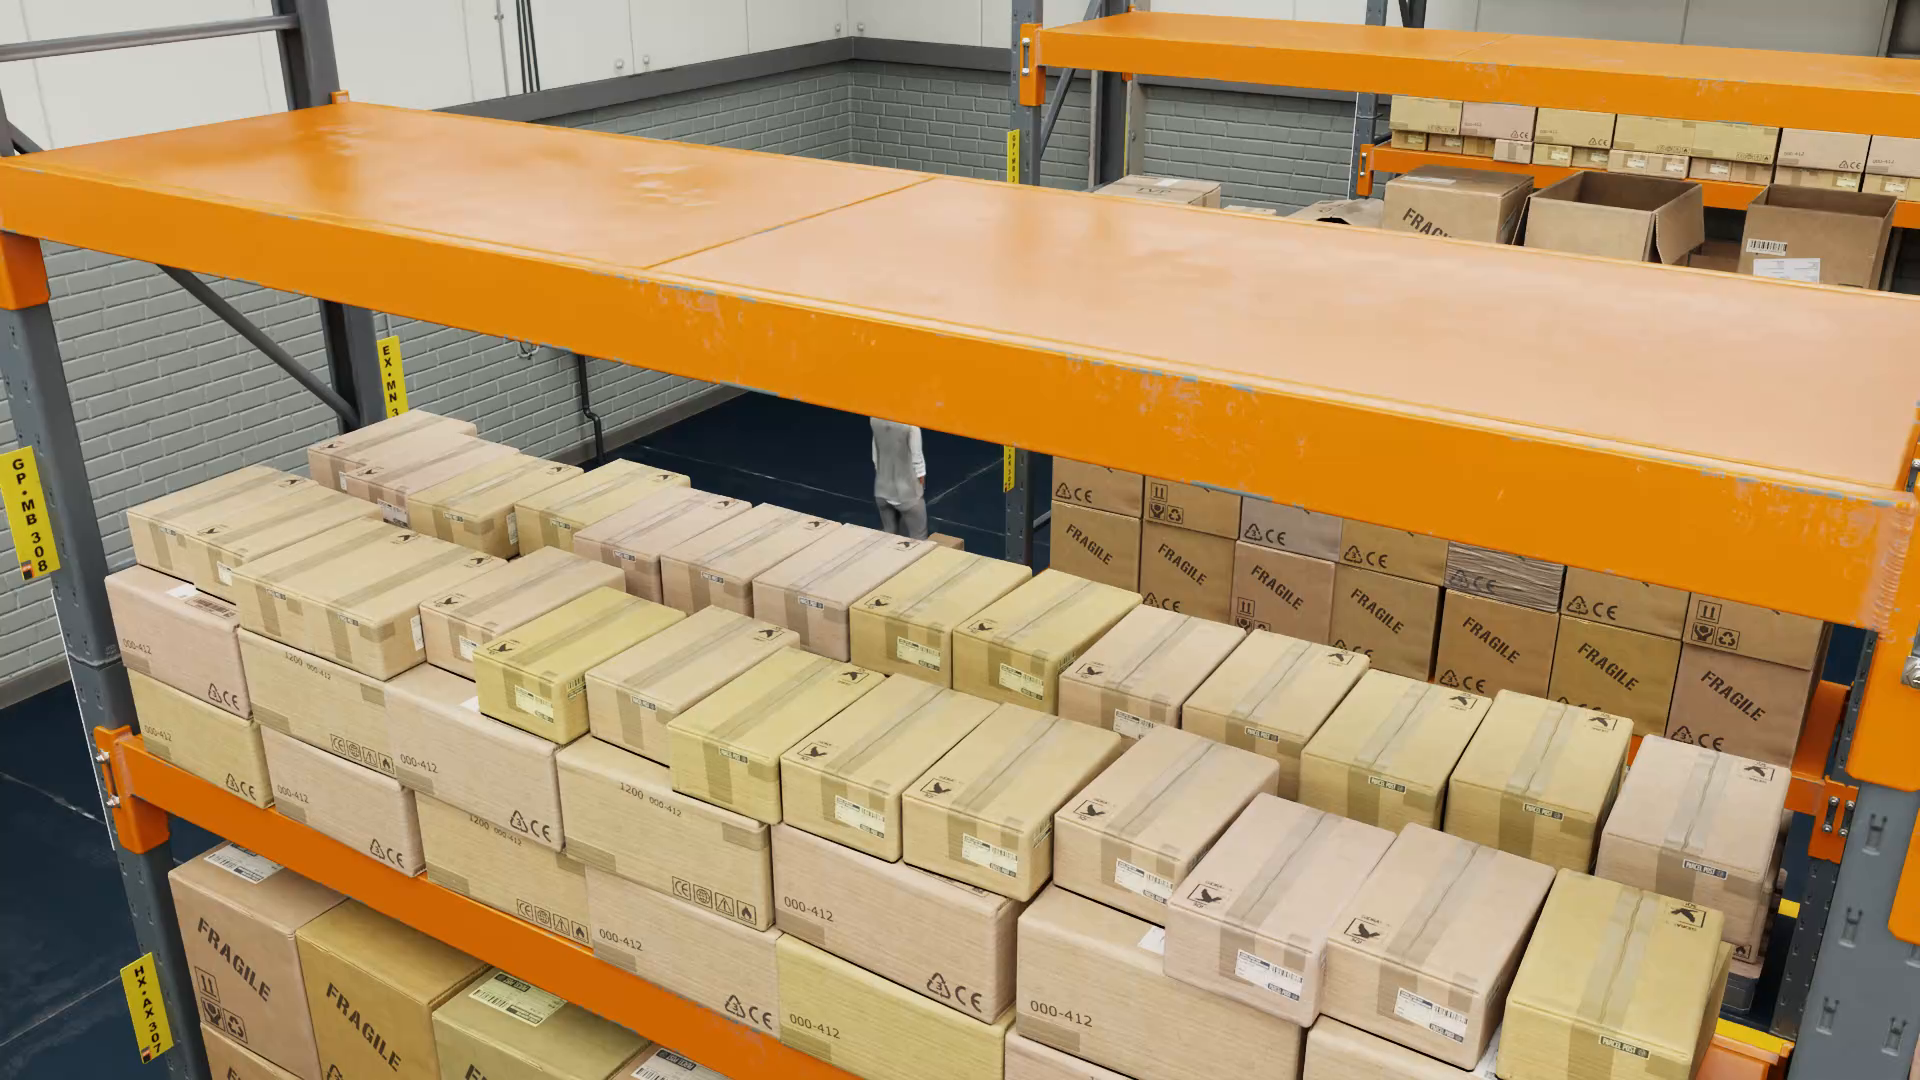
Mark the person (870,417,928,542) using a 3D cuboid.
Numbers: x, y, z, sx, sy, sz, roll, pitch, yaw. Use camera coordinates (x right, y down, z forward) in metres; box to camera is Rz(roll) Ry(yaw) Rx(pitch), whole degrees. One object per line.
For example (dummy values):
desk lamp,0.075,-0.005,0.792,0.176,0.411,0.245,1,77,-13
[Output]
person,-0.422,-0.318,11.328,0.420,1.573,0.353,15,27,30
